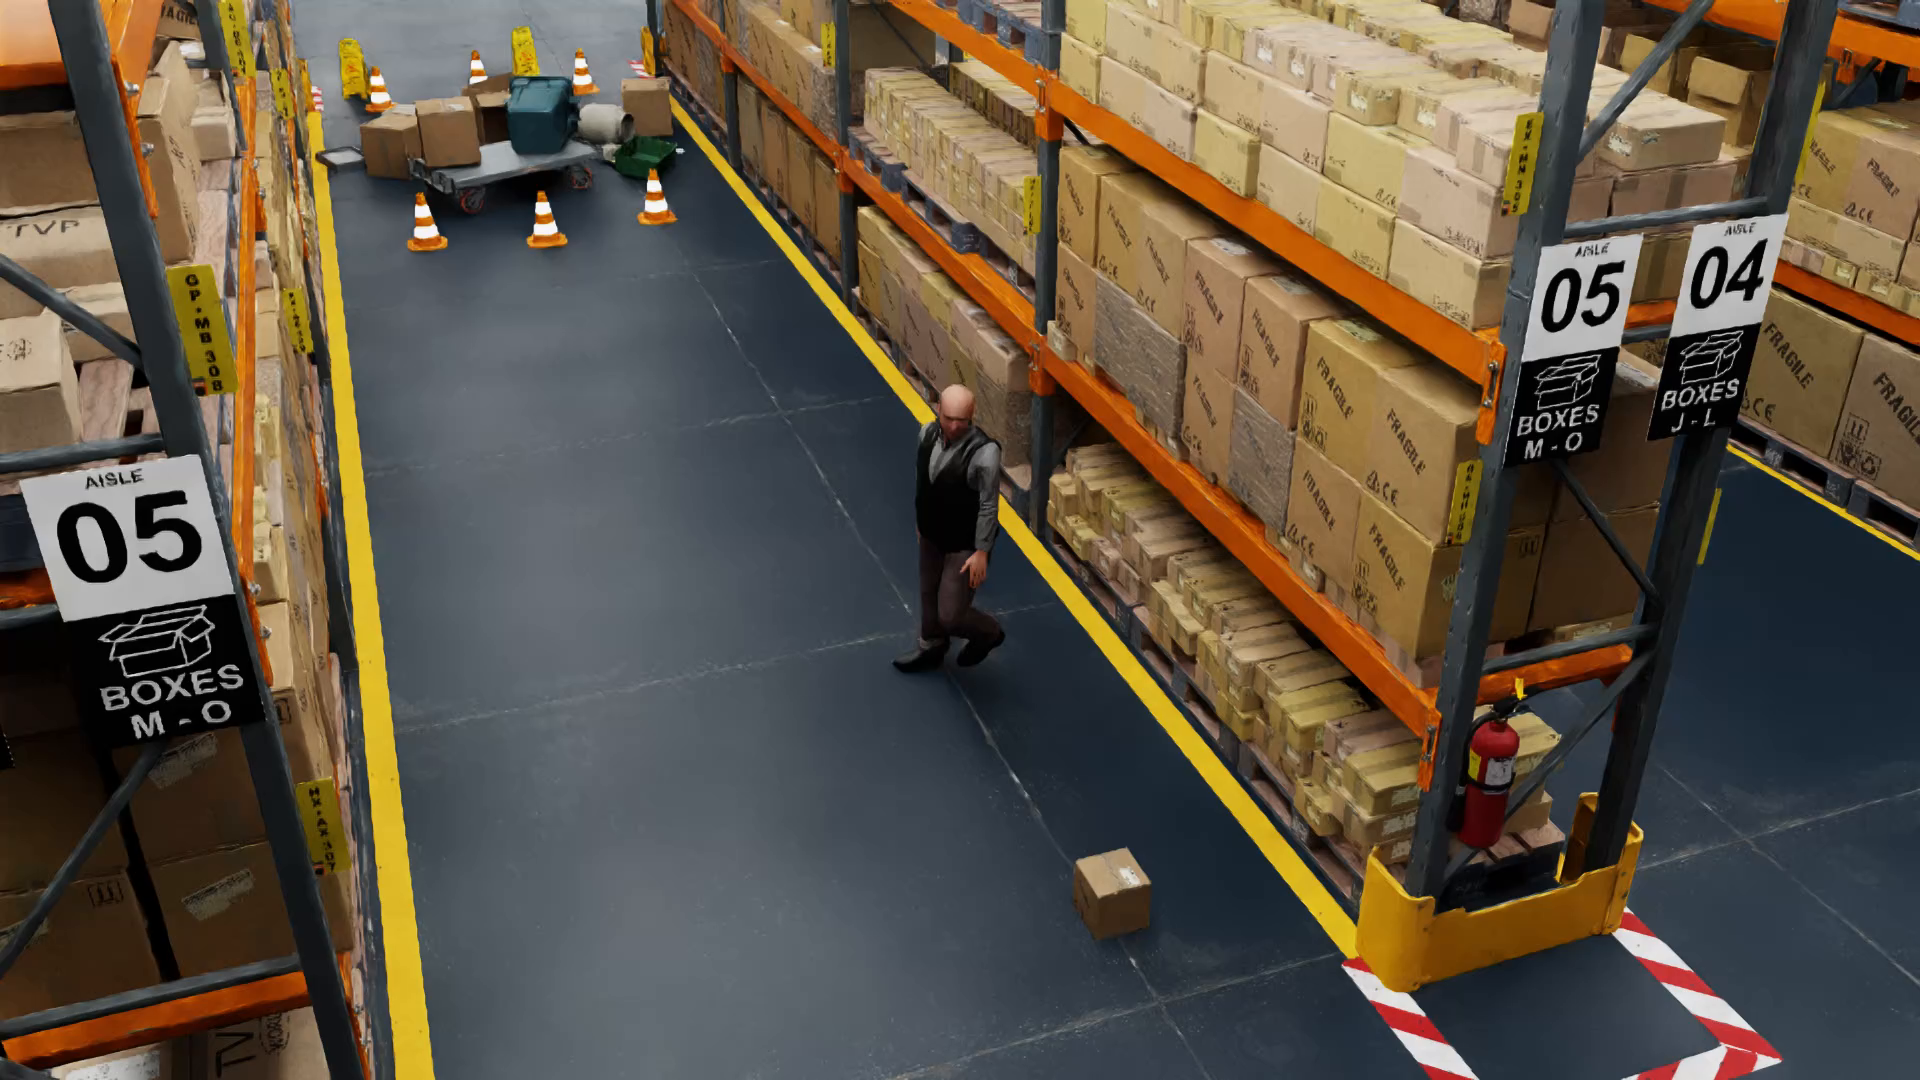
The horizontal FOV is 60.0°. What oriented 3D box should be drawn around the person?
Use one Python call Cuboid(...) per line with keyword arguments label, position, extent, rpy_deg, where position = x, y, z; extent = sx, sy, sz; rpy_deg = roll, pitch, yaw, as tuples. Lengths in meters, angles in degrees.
Cuboid(label="person", position=(-0.014, -0.028, 8.410), extent=(0.486, 1.707, 0.603), rpy_deg=(-24, 38, -36))
